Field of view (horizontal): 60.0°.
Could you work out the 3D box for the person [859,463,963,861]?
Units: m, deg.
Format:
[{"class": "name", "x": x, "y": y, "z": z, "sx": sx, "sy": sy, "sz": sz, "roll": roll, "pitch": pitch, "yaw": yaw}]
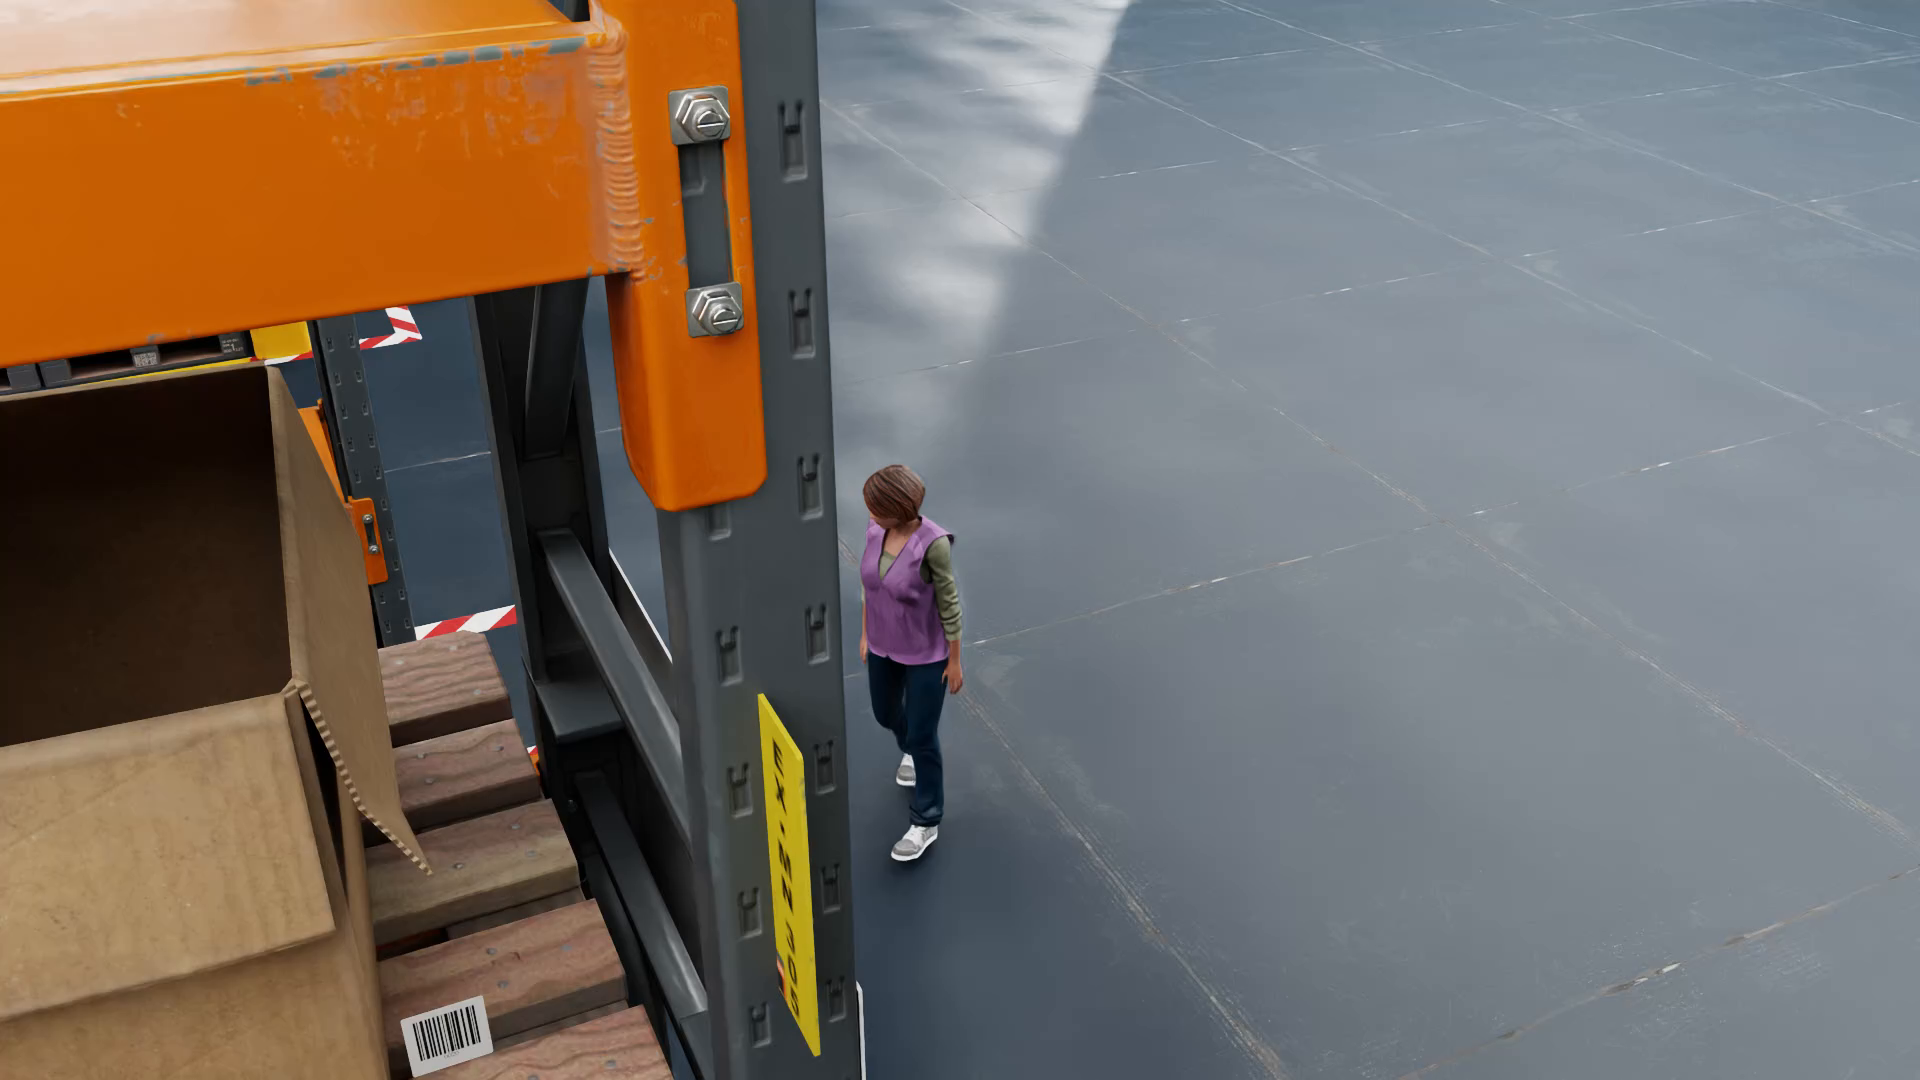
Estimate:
[{"class": "person", "x": -0.194, "y": 0.422, "z": 6.392, "sx": 0.460, "sy": 1.565, "sz": 0.615, "roll": 22, "pitch": 36, "yaw": 33}]
